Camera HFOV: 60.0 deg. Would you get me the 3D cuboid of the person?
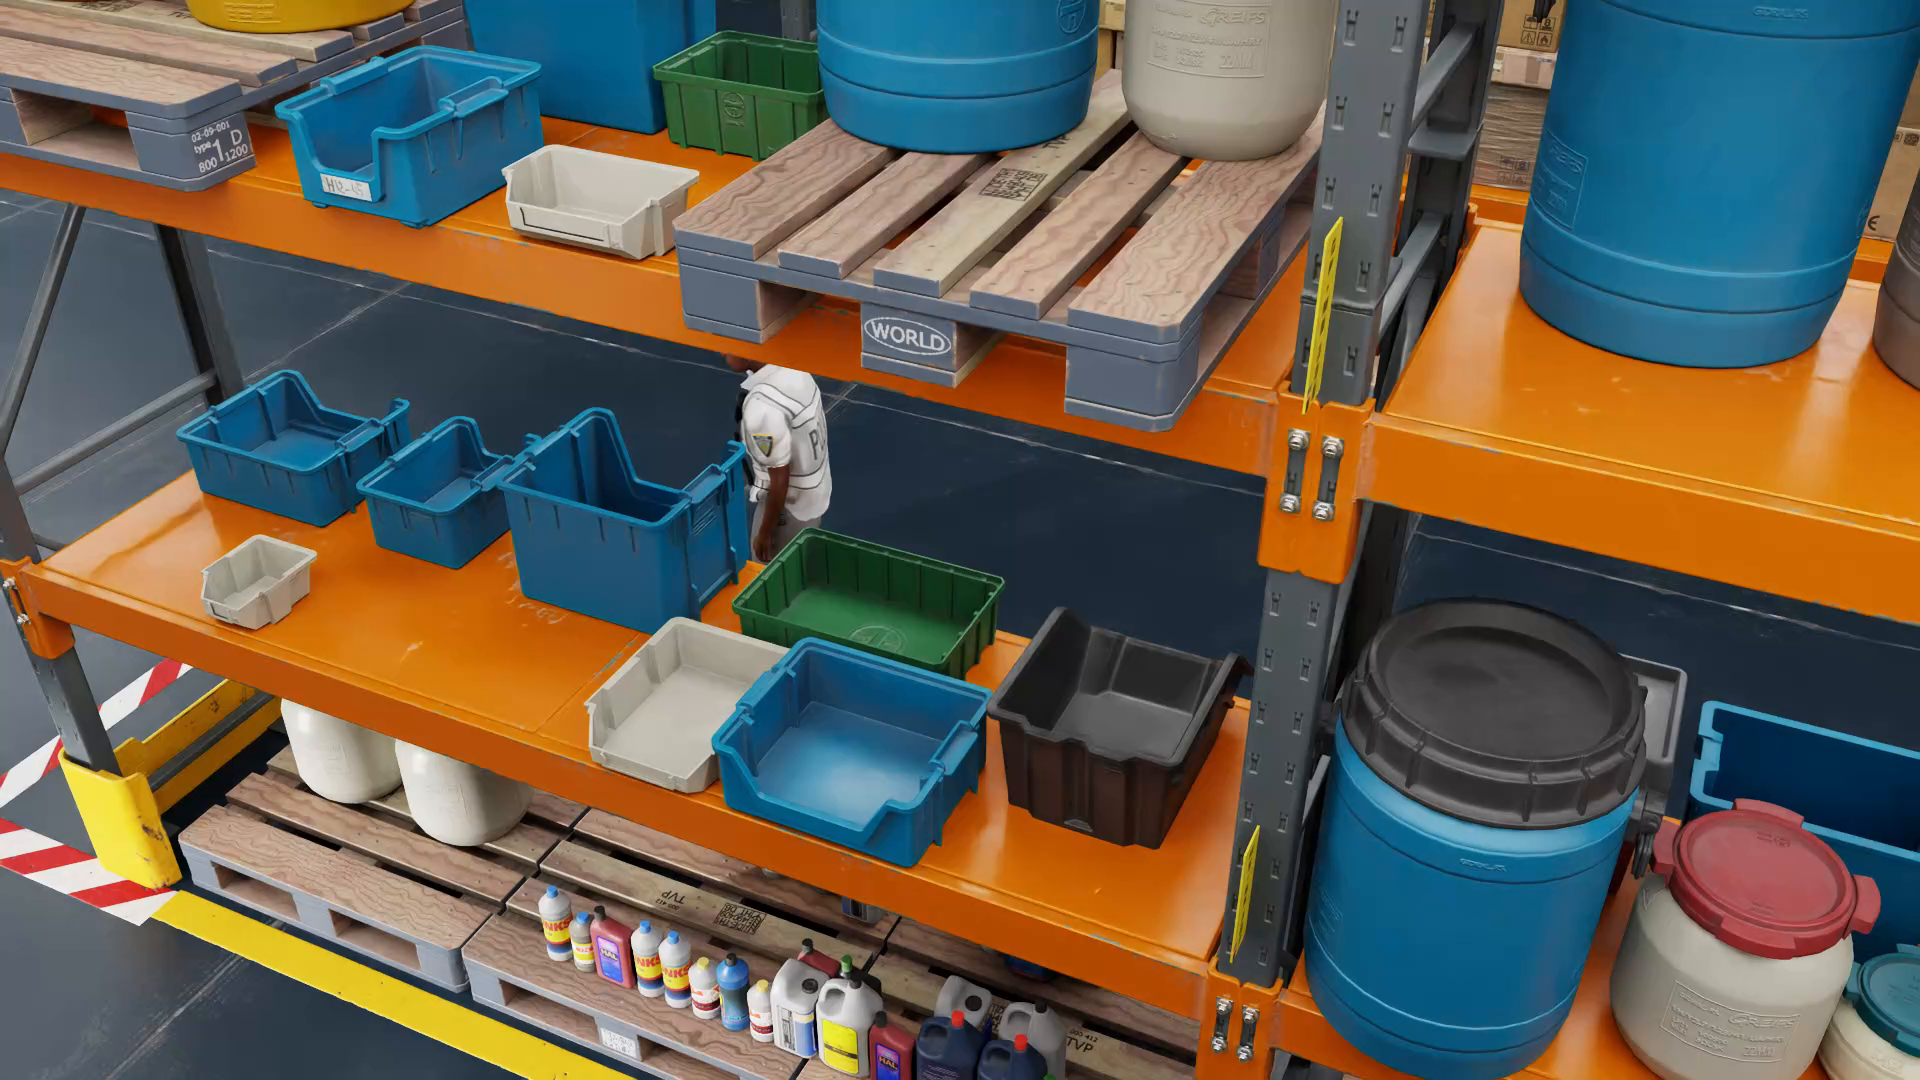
[{"bbox_3d":[-0.688,-0.143,6.356,0.392,1.657,0.509,2,34,3],"label":"person"}]
